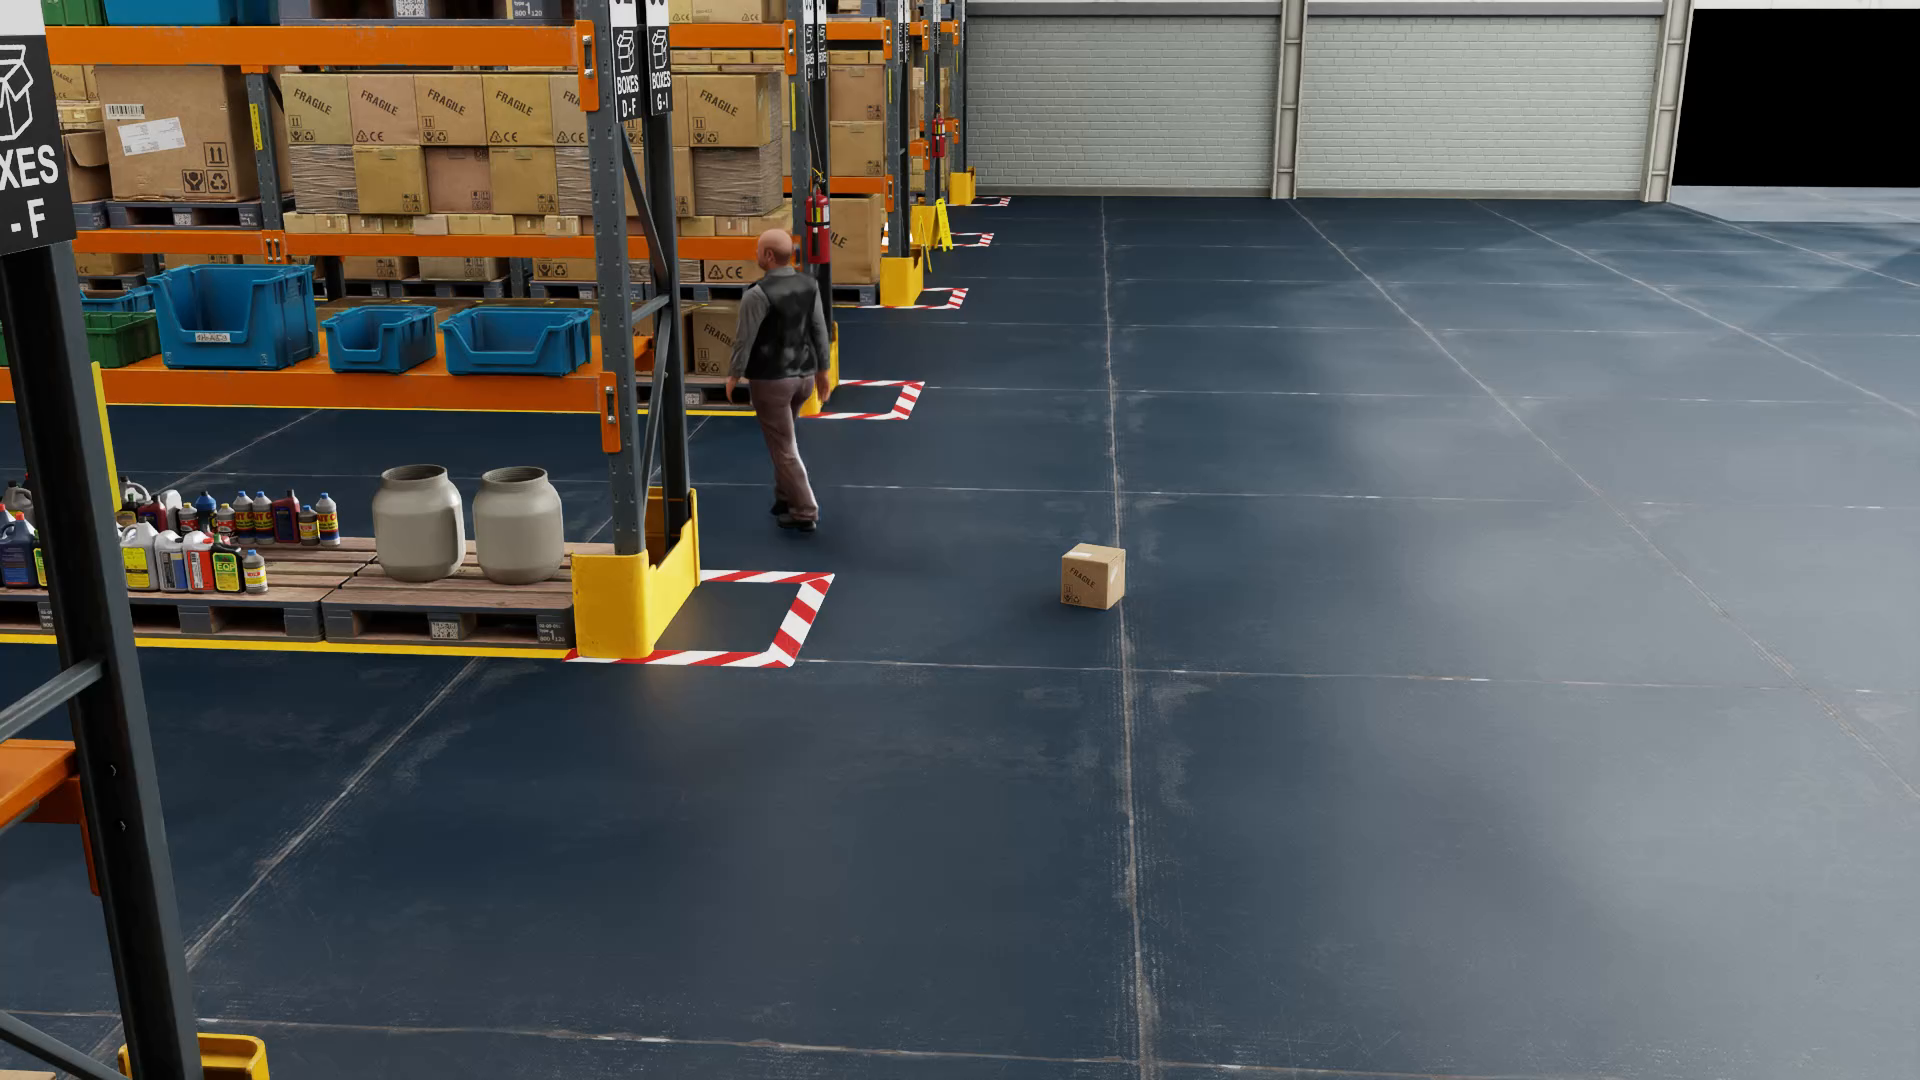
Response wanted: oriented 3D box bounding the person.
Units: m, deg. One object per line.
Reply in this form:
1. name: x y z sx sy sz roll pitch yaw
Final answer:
1. person: -1.041 -0.883 9.445 0.635 1.761 0.578 15 23 40
